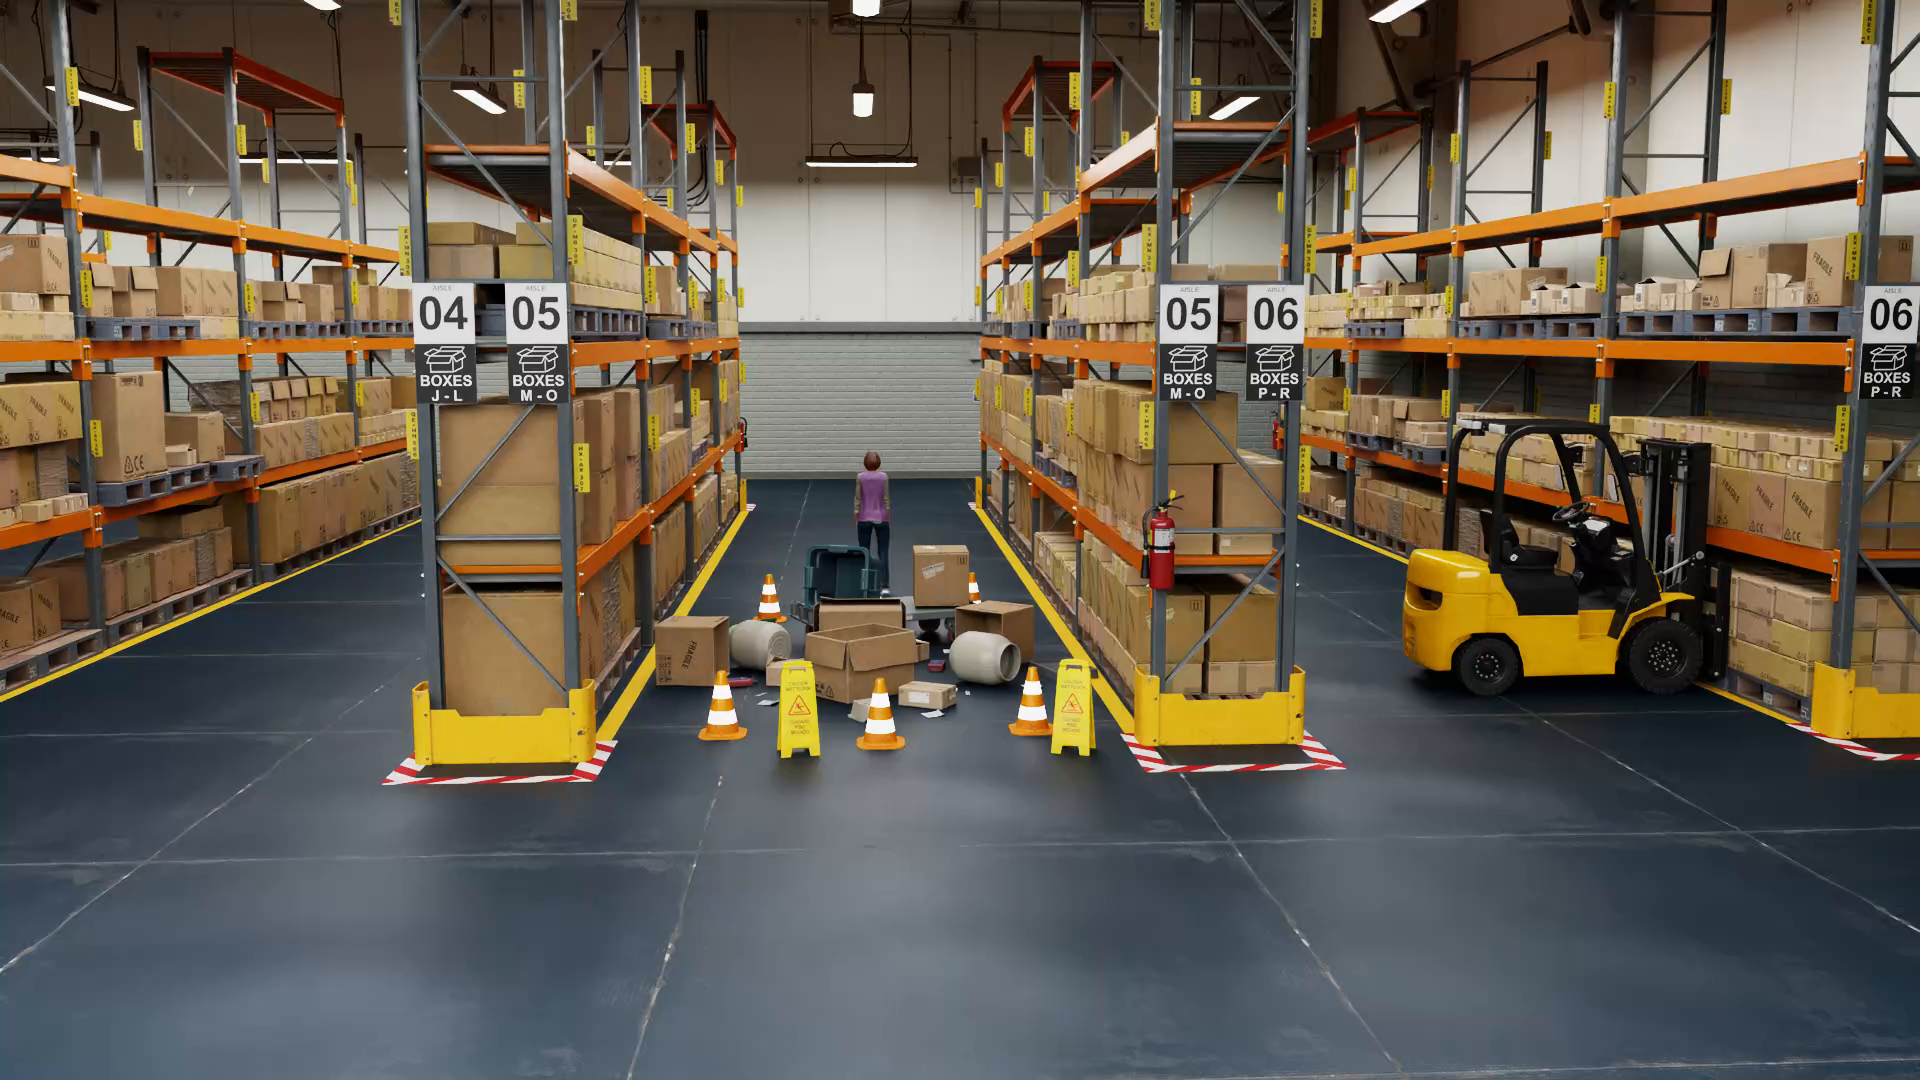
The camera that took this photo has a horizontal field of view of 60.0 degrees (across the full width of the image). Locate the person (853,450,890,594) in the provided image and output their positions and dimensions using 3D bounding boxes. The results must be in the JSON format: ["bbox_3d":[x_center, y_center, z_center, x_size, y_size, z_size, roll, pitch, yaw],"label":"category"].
[{"bbox_3d":[-0.972,-0.173,18.361,0.406,1.606,0.320,0,7,-2],"label":"person"}]
